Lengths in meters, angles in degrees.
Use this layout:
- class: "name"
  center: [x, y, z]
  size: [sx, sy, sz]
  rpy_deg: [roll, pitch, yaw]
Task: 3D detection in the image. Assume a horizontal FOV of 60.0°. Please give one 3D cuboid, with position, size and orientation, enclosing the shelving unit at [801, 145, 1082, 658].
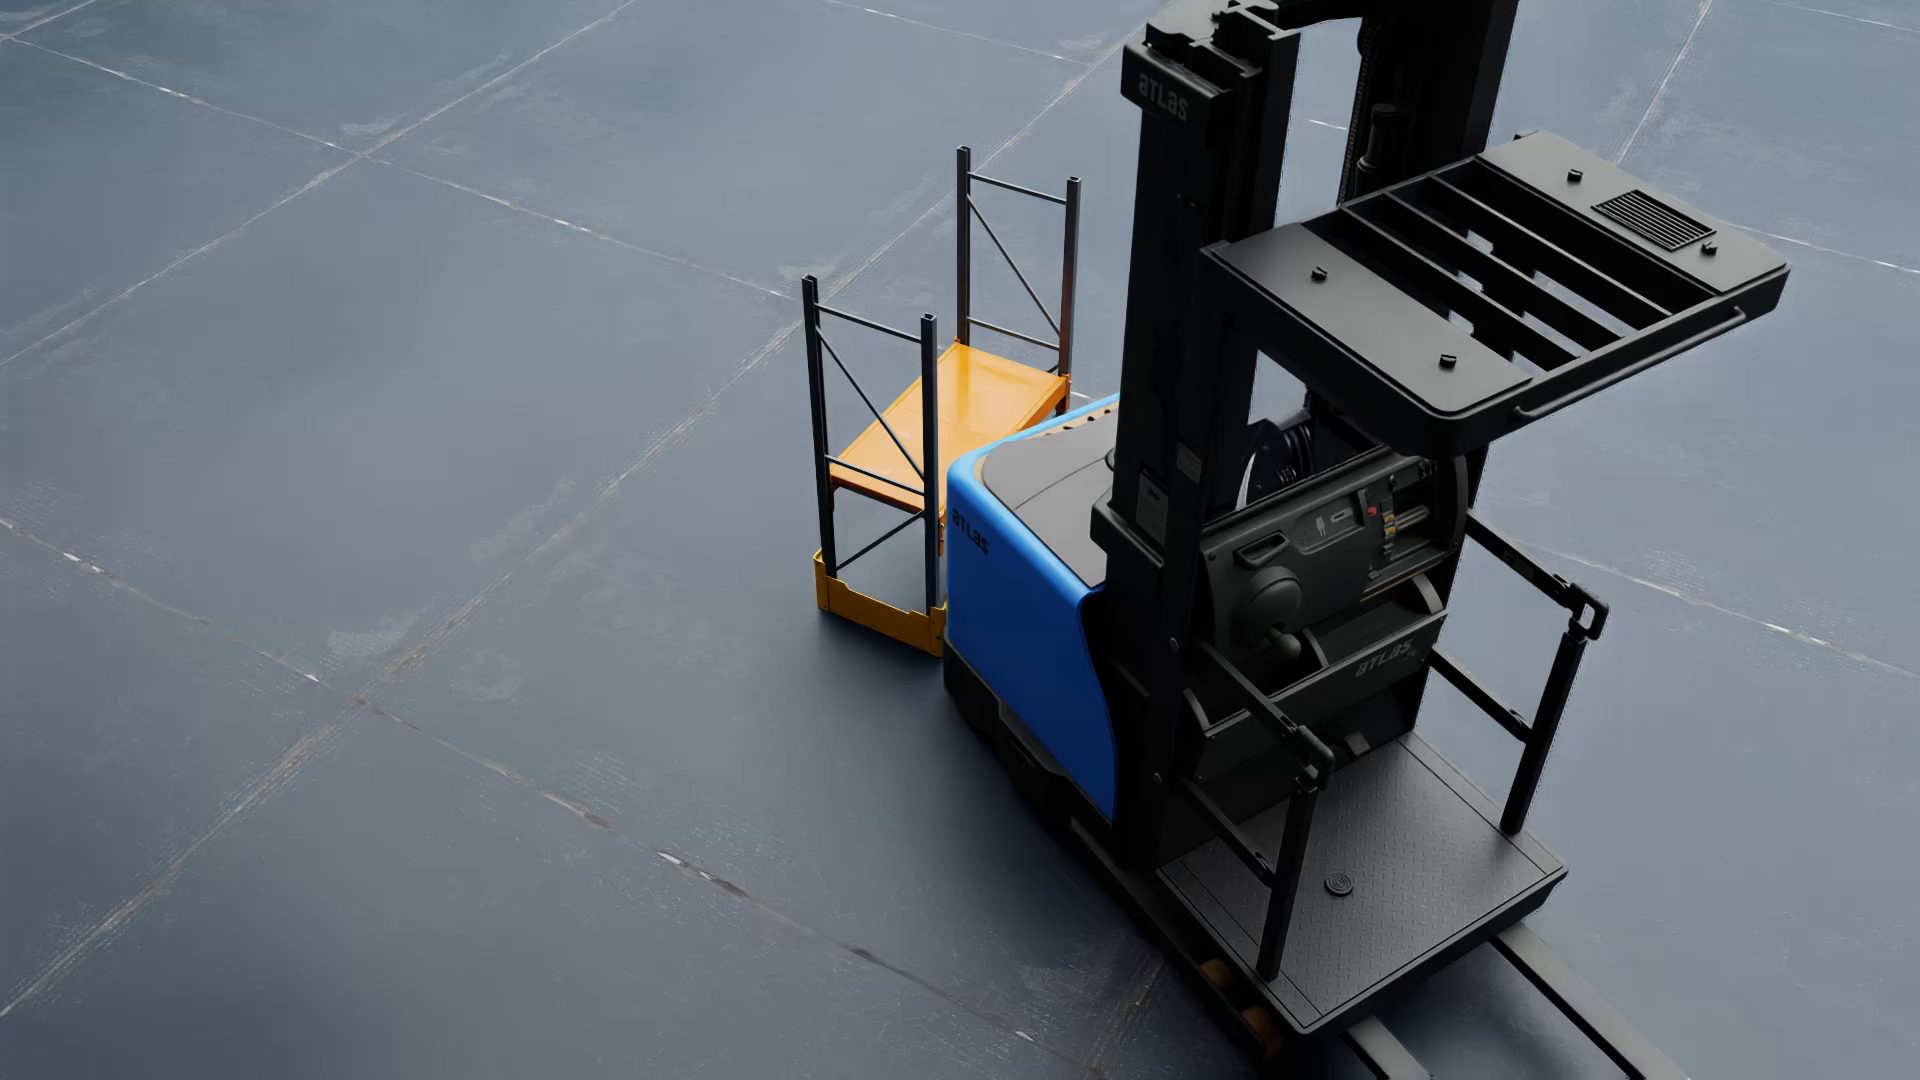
- class: "shelving unit"
  center: [-0.038, -0.519, 6.205]
  size: [0.587, 1.500, 1.083]
  rpy_deg: [21, 45, 22]

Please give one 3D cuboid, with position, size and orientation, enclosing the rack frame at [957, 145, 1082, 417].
- class: "rack frame"
  center: [0.212, -0.805, 6.529]
  size: [0.500, 1.500, 0.032]
  rpy_deg: [21, 45, 22]

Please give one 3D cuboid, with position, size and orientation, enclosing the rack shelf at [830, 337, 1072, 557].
- class: "rack shelf"
  center: [-0.043, -0.379, 6.318]
  size: [0.538, 0.185, 1.000]
  rpy_deg: [21, 45, 22]

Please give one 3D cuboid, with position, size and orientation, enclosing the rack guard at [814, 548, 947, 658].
- class: "rack guard"
  center: [-0.287, 0.235, 6.294]
  size: [0.587, 0.250, 0.087]
  rpy_deg: [21, 45, 22]

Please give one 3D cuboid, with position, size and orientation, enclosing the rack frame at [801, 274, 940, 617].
- class: "rack frame"
  center: [-0.297, -0.223, 5.869]
  size: [0.500, 1.500, 0.032]
  rpy_deg: [21, 45, 22]

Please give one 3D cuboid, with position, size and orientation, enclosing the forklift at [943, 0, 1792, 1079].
- class: "forklift"
  center: [1.155, 0.096, 4.423]
  size: [1.130, 2.935, 3.031]
  rpy_deg: [-23, 46, -24]
